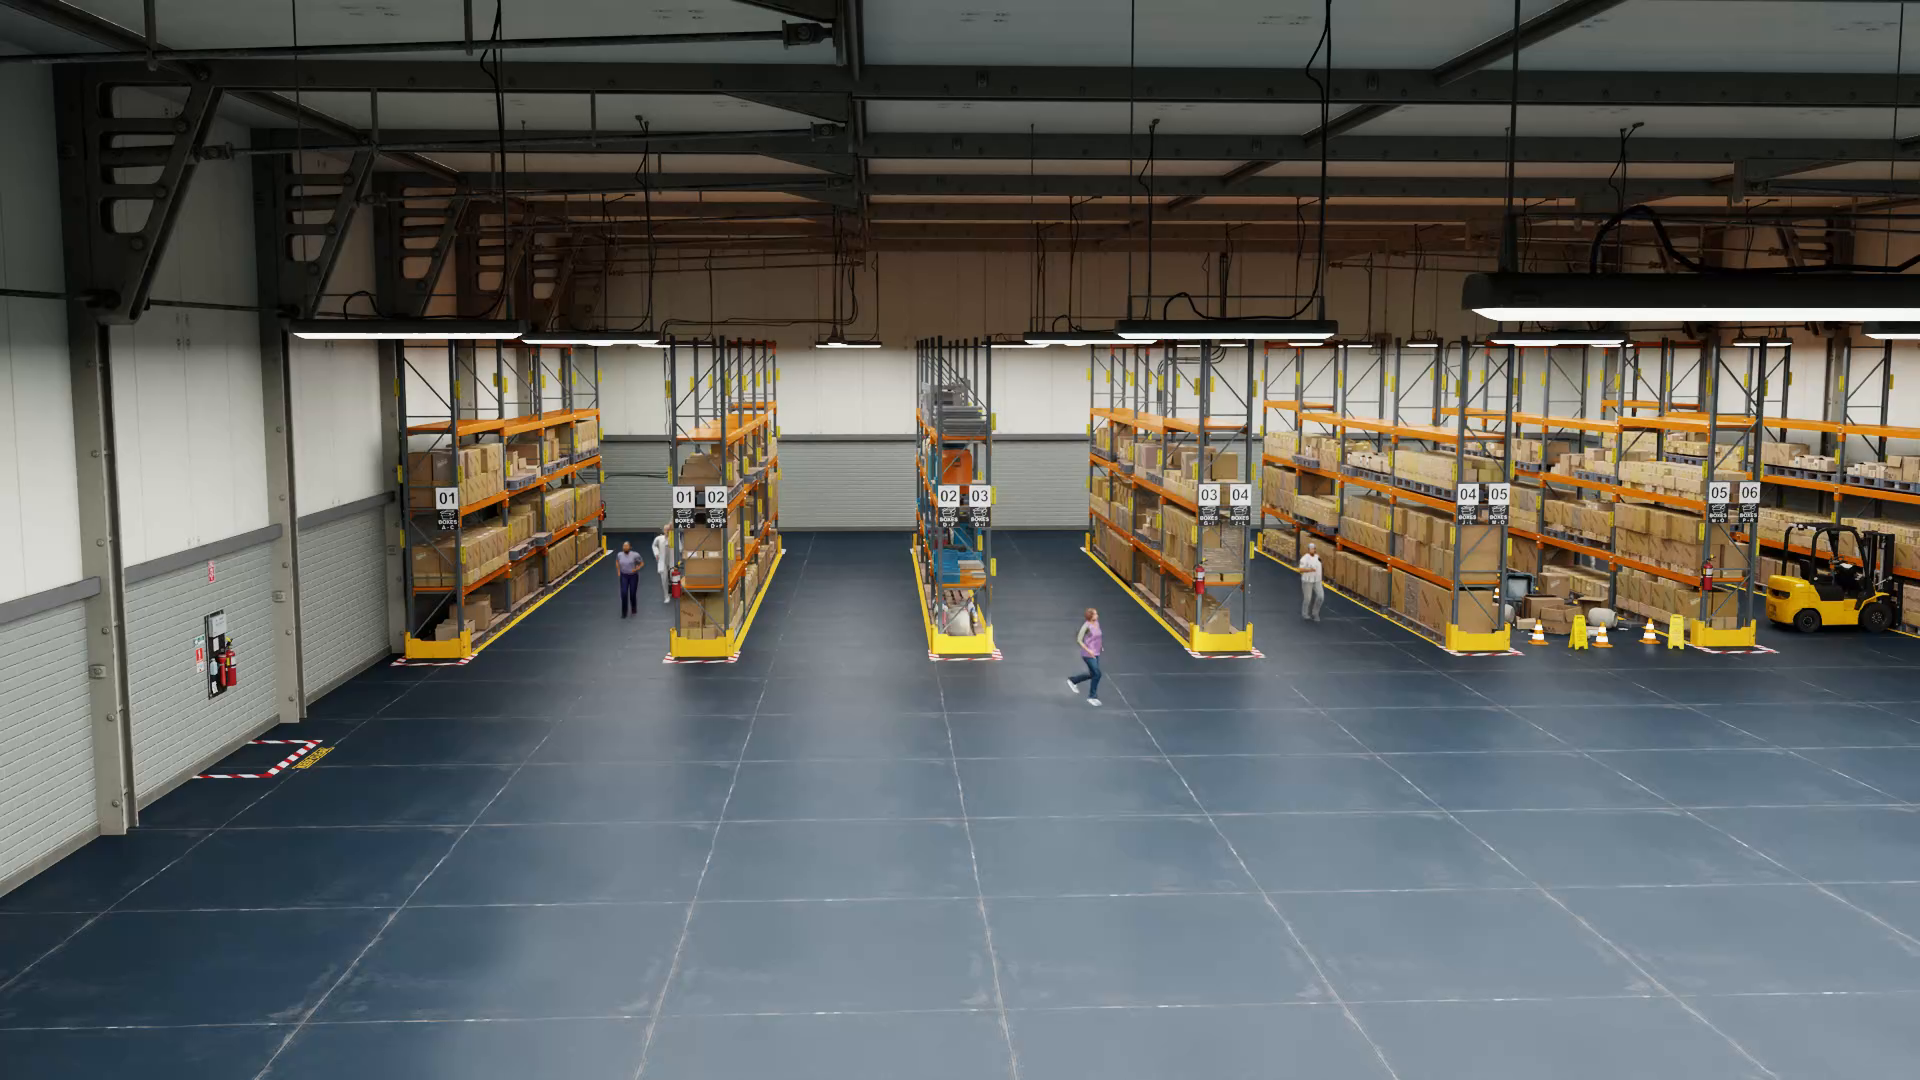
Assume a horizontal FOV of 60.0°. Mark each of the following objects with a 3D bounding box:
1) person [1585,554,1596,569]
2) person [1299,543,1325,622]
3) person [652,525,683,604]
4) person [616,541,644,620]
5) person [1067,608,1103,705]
[{"bbox_3d":[16.197,0.001,43.217,0.576,1.668,0.936,0,6,0],"label":"person"},{"bbox_3d":[7.474,0.911,35.265,0.587,1.693,0.671,-1,7,-12],"label":"person"},{"bbox_3d":[-6.714,0.534,38.154,0.711,1.769,0.899,-1,7,-6],"label":"person"},{"bbox_3d":[-7.105,0.863,35.841,0.612,1.715,0.721,0,6,-2],"label":"person"},{"bbox_3d":[2.047,1.881,27.079,0.659,1.602,0.555,4,8,33],"label":"person"}]
